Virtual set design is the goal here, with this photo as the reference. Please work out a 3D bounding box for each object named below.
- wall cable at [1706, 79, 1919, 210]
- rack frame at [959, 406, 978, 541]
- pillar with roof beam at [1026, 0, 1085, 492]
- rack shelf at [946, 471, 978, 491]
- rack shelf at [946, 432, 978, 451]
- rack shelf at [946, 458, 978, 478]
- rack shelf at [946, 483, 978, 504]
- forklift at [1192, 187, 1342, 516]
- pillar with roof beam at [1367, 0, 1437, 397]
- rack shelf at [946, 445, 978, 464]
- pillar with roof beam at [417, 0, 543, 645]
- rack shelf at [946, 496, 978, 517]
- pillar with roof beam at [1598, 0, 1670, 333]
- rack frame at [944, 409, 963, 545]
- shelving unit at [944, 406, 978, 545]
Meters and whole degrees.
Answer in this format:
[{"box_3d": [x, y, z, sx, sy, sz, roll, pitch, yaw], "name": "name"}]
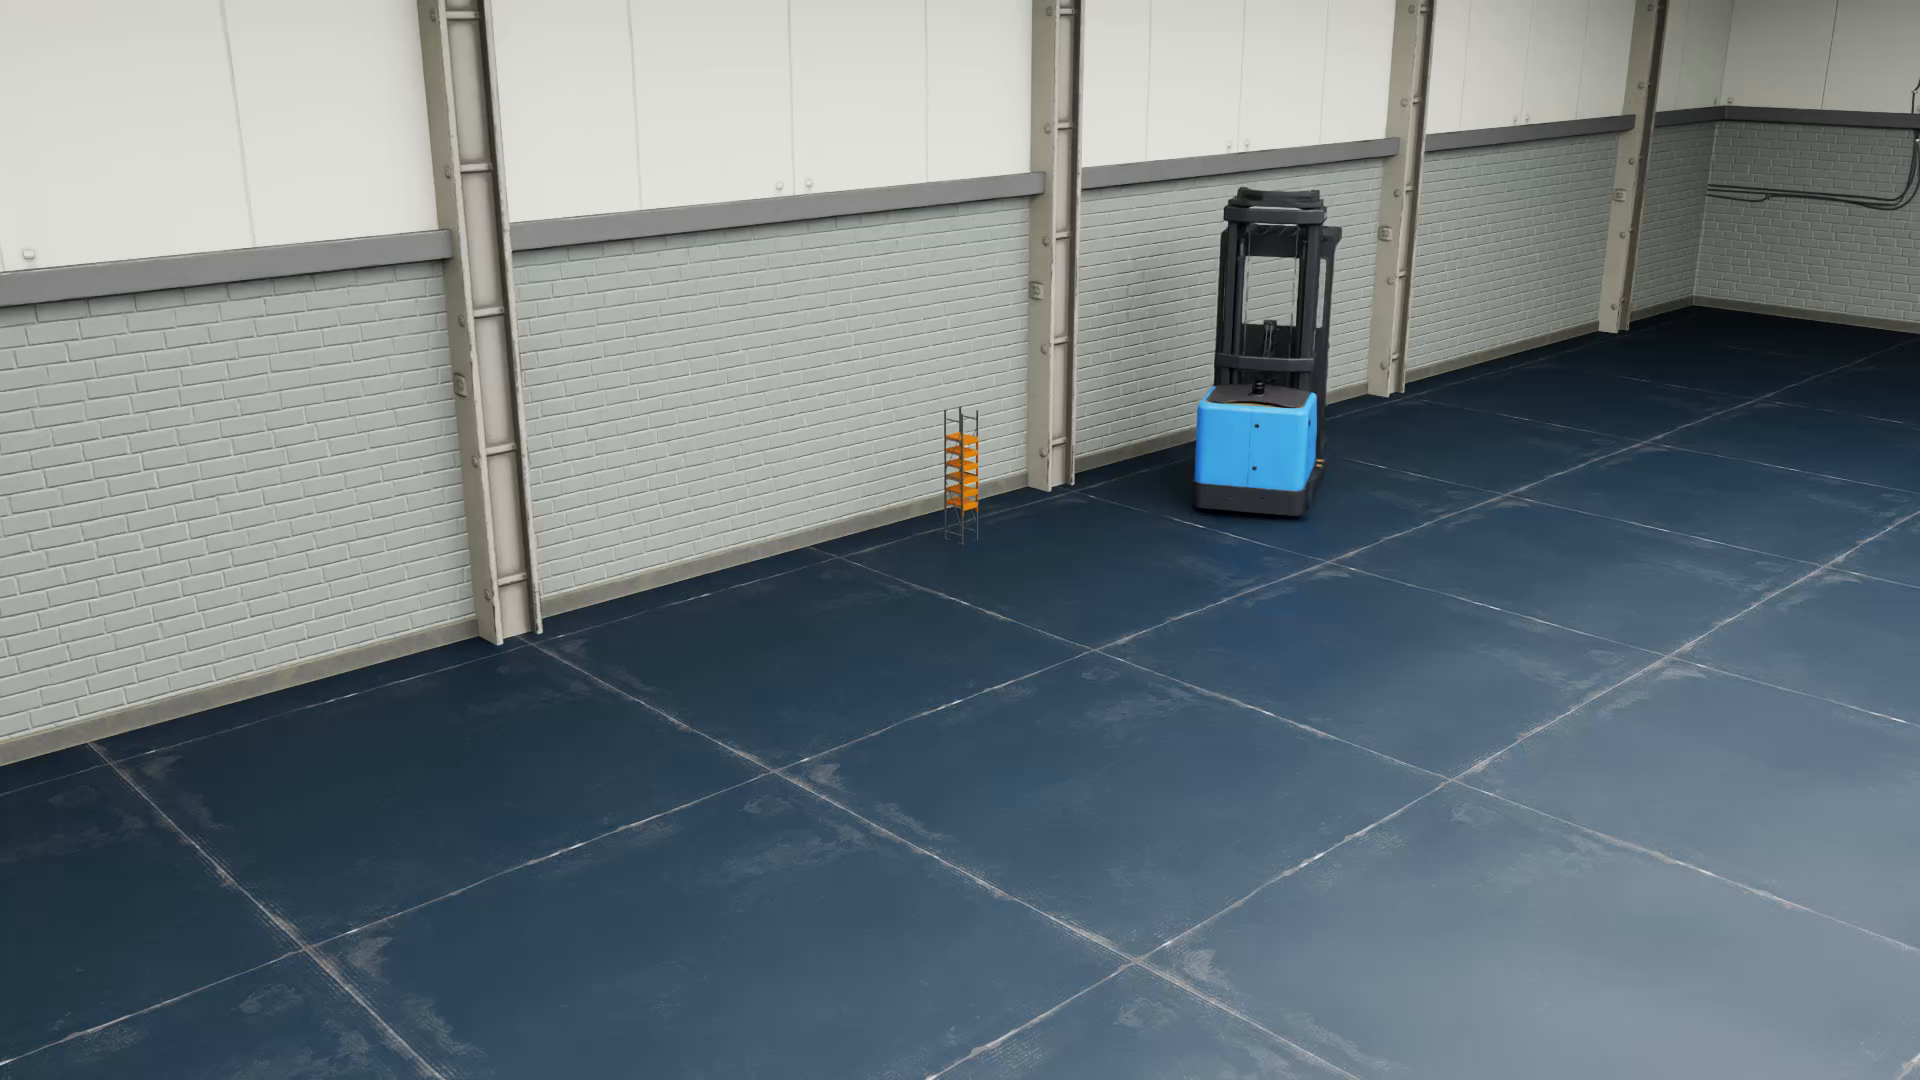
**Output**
[{"box_3d": [12.675, -6.228, 24.638, 0.112, 2.526, 3.097, -16, 24, -41], "name": "wall cable"}, {"box_3d": [0.077, -0.593, 14.869, 0.006, 1.200, 0.240, -16, 24, -41], "name": "rack frame"}, {"box_3d": [3.864, -3.870, 12.330, 0.400, 9.000, 9.100, -16, 24, -41], "name": "pillar with roof beam"}, {"box_3d": [0.011, -0.532, 14.823, 0.180, 0.103, 0.258, -16, 24, -41], "name": "rack shelf"}, {"box_3d": [0.011, -0.874, 14.712, 0.180, 0.103, 0.258, -16, 24, -41], "name": "rack shelf"}, {"box_3d": [0.011, -0.646, 14.786, 0.180, 0.103, 0.258, -16, 24, -41], "name": "rack shelf"}, {"box_3d": [0.011, -0.417, 14.860, 0.180, 0.103, 0.258, -16, 24, -41], "name": "rack shelf"}, {"box_3d": [3.130, -2.032, 16.501, 1.130, 2.935, 3.031, 6, 19, 17], "name": "forklift"}, {"box_3d": [8.224, -5.141, 16.251, 0.400, 9.000, 9.100, -16, 24, -41], "name": "pillar with roof beam"}, {"box_3d": [0.011, -0.760, 14.749, 0.180, 0.103, 0.258, -16, 24, -41], "name": "rack shelf"}, {"box_3d": [-0.495, -2.598, 8.408, 0.400, 9.000, 9.100, -16, 24, -41], "name": "pillar with roof beam"}, {"box_3d": [0.011, -0.303, 14.897, 0.180, 0.103, 0.258, -16, 24, -41], "name": "rack shelf"}, {"box_3d": [12.584, -6.413, 20.172, 0.400, 9.000, 9.100, -16, 24, -41], "name": "pillar with roof beam"}, {"box_3d": [-0.056, -0.554, 14.749, 0.006, 1.200, 0.240, -16, 24, -41], "name": "rack frame"}, {"box_3d": [0.011, -0.574, 14.809, 0.189, 1.200, 0.258, -16, 24, -41], "name": "shelving unit"}]
